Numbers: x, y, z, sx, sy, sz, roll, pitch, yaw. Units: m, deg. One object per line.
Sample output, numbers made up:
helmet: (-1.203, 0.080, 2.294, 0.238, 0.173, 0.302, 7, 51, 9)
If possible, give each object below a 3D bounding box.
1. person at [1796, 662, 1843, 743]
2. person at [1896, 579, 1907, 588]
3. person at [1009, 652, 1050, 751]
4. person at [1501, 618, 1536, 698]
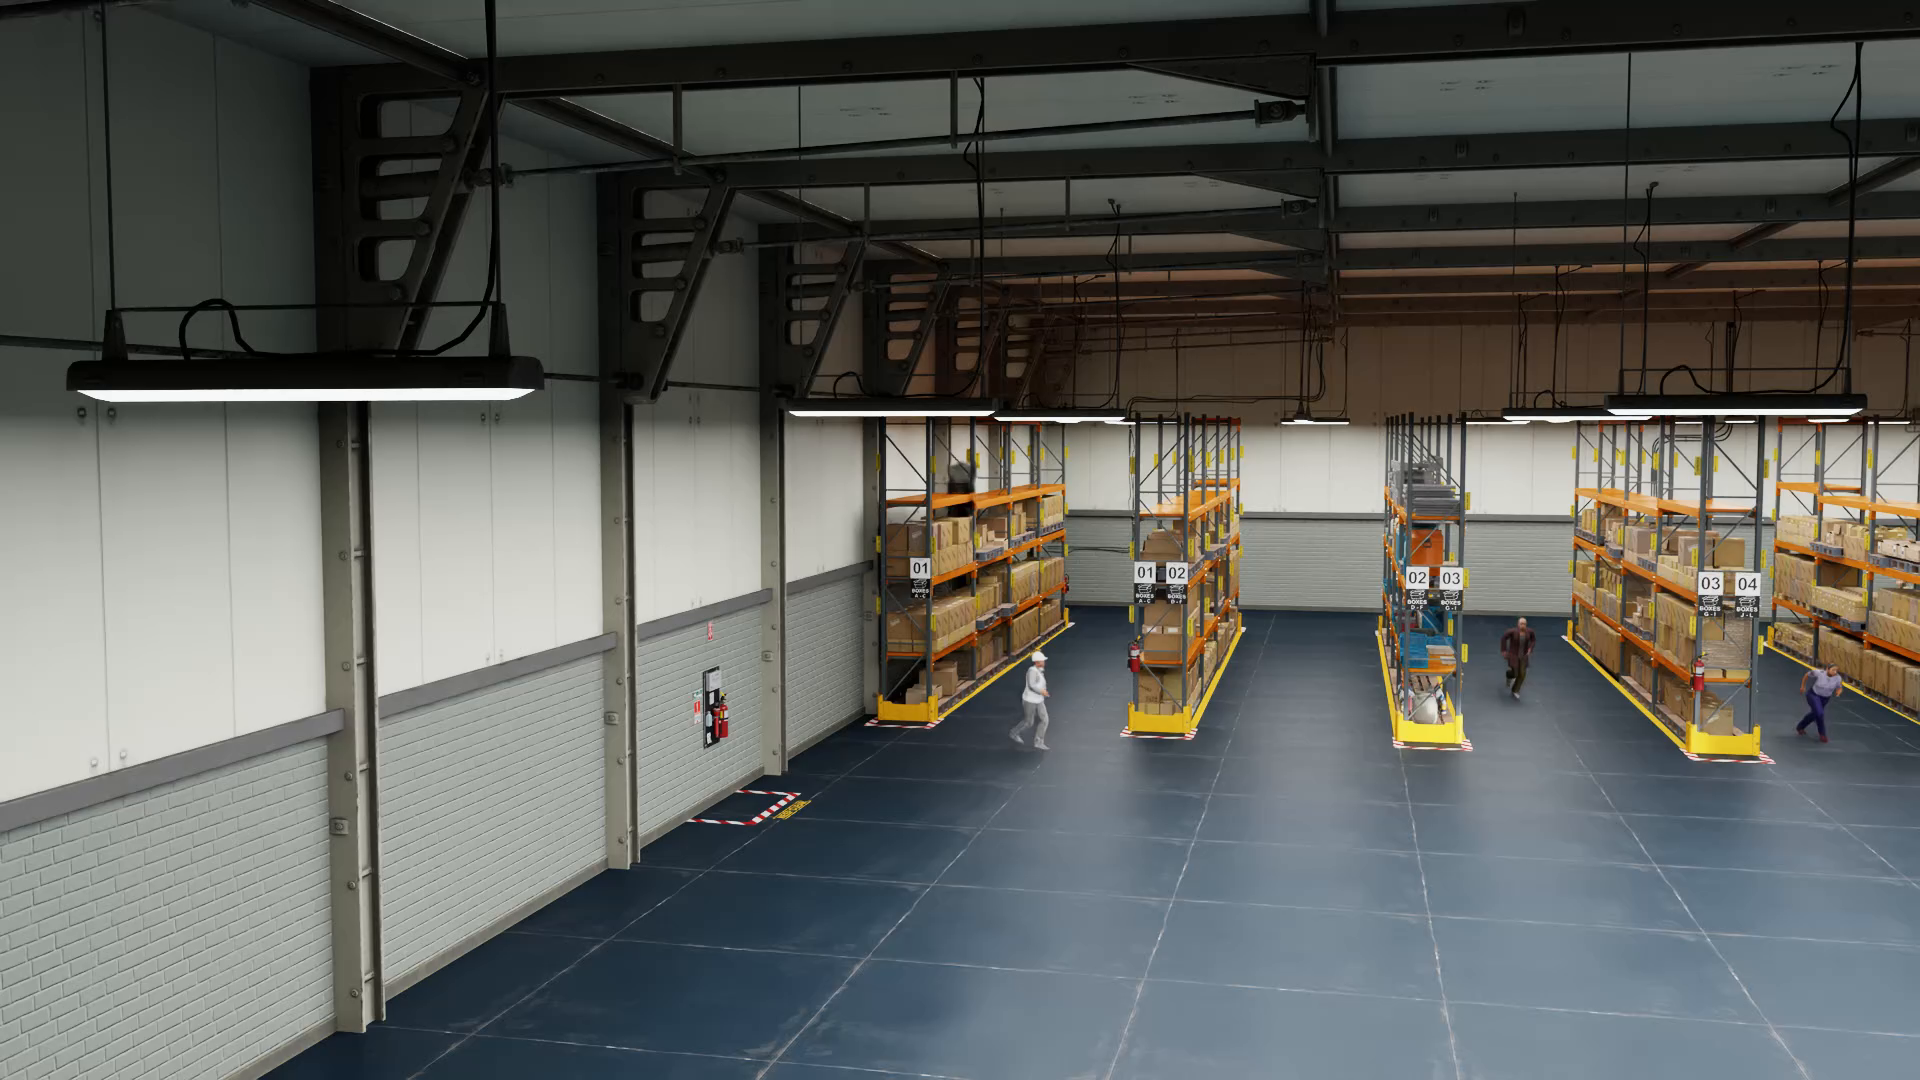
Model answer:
person: (15.739, 2.913, 30.434, 0.574, 1.464, 1.028, 0, 4, -3)
person: (25.579, 1.822, 45.160, 0.907, 1.649, 0.580, 0, 4, -4)
person: (1.218, 2.851, 29.557, 0.818, 1.761, 0.617, 2, 4, 27)
person: (11.875, 2.493, 35.448, 0.693, 1.719, 0.812, 0, 4, -7)
